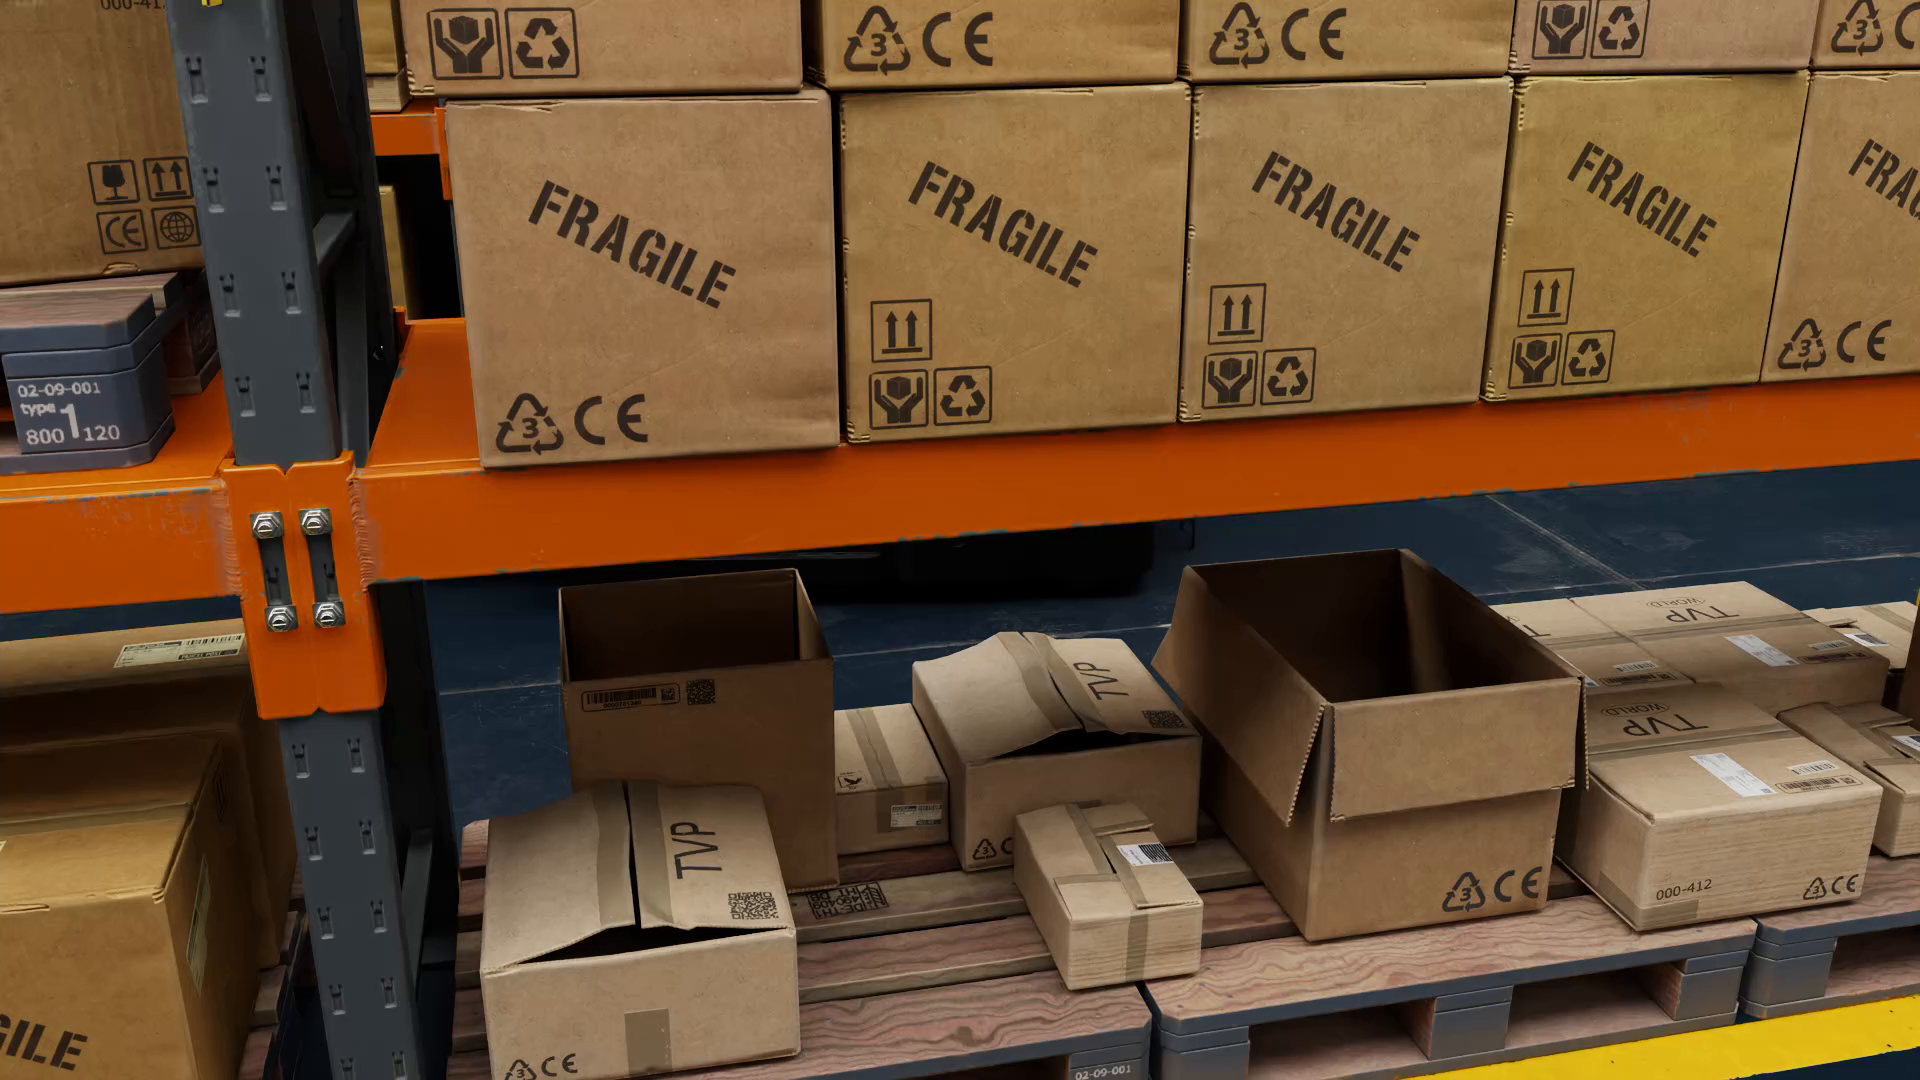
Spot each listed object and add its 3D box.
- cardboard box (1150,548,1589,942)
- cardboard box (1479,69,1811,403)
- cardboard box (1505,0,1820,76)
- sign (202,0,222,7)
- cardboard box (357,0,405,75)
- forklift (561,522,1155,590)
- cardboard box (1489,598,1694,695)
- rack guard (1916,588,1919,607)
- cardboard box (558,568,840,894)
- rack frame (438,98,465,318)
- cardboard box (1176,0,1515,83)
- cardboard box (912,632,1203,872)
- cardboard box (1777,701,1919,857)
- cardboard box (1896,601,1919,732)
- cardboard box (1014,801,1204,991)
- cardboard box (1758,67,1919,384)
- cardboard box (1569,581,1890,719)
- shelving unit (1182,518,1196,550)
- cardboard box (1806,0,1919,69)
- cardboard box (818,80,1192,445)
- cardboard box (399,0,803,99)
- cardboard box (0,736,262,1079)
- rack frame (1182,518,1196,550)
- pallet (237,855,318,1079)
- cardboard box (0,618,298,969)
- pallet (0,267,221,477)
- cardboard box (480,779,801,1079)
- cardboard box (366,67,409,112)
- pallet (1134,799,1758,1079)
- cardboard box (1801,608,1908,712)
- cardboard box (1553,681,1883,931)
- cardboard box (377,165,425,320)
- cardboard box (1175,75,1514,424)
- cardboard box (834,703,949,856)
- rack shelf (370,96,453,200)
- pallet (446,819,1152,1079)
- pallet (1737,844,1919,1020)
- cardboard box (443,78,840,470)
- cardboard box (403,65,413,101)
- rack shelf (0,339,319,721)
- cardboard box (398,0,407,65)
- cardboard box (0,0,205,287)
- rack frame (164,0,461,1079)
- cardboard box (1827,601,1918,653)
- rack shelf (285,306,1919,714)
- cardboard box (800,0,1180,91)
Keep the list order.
[{"bbox_3d":[0.801,0.380,3.405,0.637,0.503,0.797,-5,21,-12],"label":"cardboard box"},{"bbox_3d":[1.012,-0.552,2.815,0.500,0.500,0.500,-5,21,-13],"label":"cardboard box"},{"bbox_3d":[1.002,-1.017,2.631,0.500,0.500,0.500,-4,20,-11],"label":"cardboard box"},{"bbox_3d":[-0.895,-0.793,1.935,0.005,0.325,0.100,-5,21,-12],"label":"sign"},{"bbox_3d":[-2.561,-2.168,6.764,0.500,0.500,0.500,-5,21,-13],"label":"cardboard box"},{"bbox_3d":[-0.904,-1.357,5.258,3.031,2.935,1.130,-1,20,-2],"label":"forklift"},{"bbox_3d":[1.299,0.360,3.828,0.500,0.250,0.500,-5,21,-12],"label":"cardboard box"},{"bbox_3d":[2.793,0.428,3.918,0.348,0.500,1.175,-5,21,-12],"label":"rack guard"},{"bbox_3d":[-0.537,0.392,3.377,0.500,0.500,0.500,-5,21,-12],"label":"cardboard box"},{"bbox_3d":[-2.169,-2.093,7.166,0.127,3.000,1.000,-5,21,-12],"label":"rack frame"},{"bbox_3d":[0.500,-0.976,2.518,0.500,0.500,0.500,-5,21,-14],"label":"cardboard box"},{"bbox_3d":[0.193,0.422,3.572,0.500,0.311,0.500,-5,21,-12],"label":"cardboard box"},{"bbox_3d":[1.979,0.500,3.569,0.250,0.166,0.380,-5,21,-12],"label":"cardboard box"},{"bbox_3d":[2.394,0.341,3.516,0.500,0.500,0.500,-5,21,-12],"label":"cardboard box"},{"bbox_3d":[0.272,0.656,3.141,0.250,0.166,0.380,-5,21,-12],"label":"cardboard box"},{"bbox_3d":[1.503,-0.592,2.924,0.500,0.500,0.500,-4,21,-12],"label":"cardboard box"},{"bbox_3d":[1.786,0.321,3.936,0.500,0.250,0.500,-5,21,-12],"label":"cardboard box"},{"bbox_3d":[0.707,-0.568,5.622,0.189,1.200,0.258,-1,20,-2],"label":"shelving unit"},{"bbox_3d":[1.502,-1.058,2.742,0.500,0.500,0.500,-4,21,-11],"label":"cardboard box"},{"bbox_3d":[0.030,-0.472,2.598,0.500,0.500,0.500,-4,21,-12],"label":"cardboard box"},{"bbox_3d":[-0.503,-0.894,2.296,0.500,0.500,0.500,-4,21,-11],"label":"cardboard box"},{"bbox_3d":[-1.440,0.667,2.626,0.500,0.500,0.500,-5,21,-13],"label":"cardboard box"},{"bbox_3d":[0.798,-0.569,5.625,0.006,1.200,0.240,-1,20,-2],"label":"rack frame"},{"bbox_3d":[-1.809,0.952,2.910,1.213,0.211,1.003,-5,21,-12],"label":"pallet"},{"bbox_3d":[-1.553,0.489,3.113,0.500,0.500,0.500,-6,21,-15],"label":"cardboard box"},{"bbox_3d":[-1.829,-0.318,2.601,1.213,0.211,1.003,-5,21,-12],"label":"pallet"},{"bbox_3d":[-0.568,0.660,2.920,0.500,0.311,0.500,-5,21,-12],"label":"cardboard box"},{"bbox_3d":[-2.433,-1.862,6.874,0.250,0.149,0.380,-4,21,-12],"label":"cardboard box"},{"bbox_3d":[0.832,0.723,3.535,1.213,0.211,1.003,-5,21,-12],"label":"pallet"},{"bbox_3d":[2.137,0.310,4.086,0.250,0.166,0.380,-5,21,-12],"label":"cardboard box"},{"bbox_3d":[1.463,0.524,3.382,0.500,0.250,0.500,-5,21,-12],"label":"cardboard box"},{"bbox_3d":[-2.772,-1.185,7.204,0.750,0.750,0.750,-4,21,-12],"label":"cardboard box"},{"bbox_3d":[0.518,-0.511,2.704,0.500,0.500,0.500,-5,21,-13],"label":"cardboard box"},{"bbox_3d":[-0.186,0.508,3.573,0.250,0.149,0.380,-5,21,-12],"label":"cardboard box"},{"bbox_3d":[-4.116,-1.596,6.858,4.000,0.370,1.077,-5,21,-12],"label":"rack shelf"},{"bbox_3d":[-0.357,0.821,3.268,1.213,0.211,1.003,-5,21,-12],"label":"pallet"},{"bbox_3d":[2.017,0.628,3.795,1.213,0.211,1.003,-5,21,-12],"label":"pallet"},{"bbox_3d":[-0.467,-0.431,2.484,0.500,0.500,0.500,-4,21,-11],"label":"cardboard box"},{"bbox_3d":[-2.541,-2.024,7.315,0.250,0.149,0.380,-5,21,-14],"label":"cardboard box"},{"bbox_3d":[-2.972,0.061,2.332,4.000,0.370,1.077,-5,21,-12],"label":"rack shelf"},{"bbox_3d":[-2.675,-2.337,7.225,0.500,0.500,0.500,-5,21,-14],"label":"cardboard box"},{"bbox_3d":[-1.538,-0.716,2.653,0.500,0.500,0.700,-13,24,-31],"label":"cardboard box"},{"bbox_3d":[-1.026,-0.435,2.640,0.127,3.000,1.000,-5,21,-12],"label":"rack frame"},{"bbox_3d":[2.380,0.299,4.143,0.250,0.149,0.380,-5,21,-12],"label":"cardboard box"},{"bbox_3d":[0.920,-0.255,3.196,4.000,0.370,1.077,-5,21,-12],"label":"rack shelf"},{"bbox_3d":[-0.001,-0.935,2.408,0.500,0.500,0.500,-5,21,-14],"label":"cardboard box"}]
